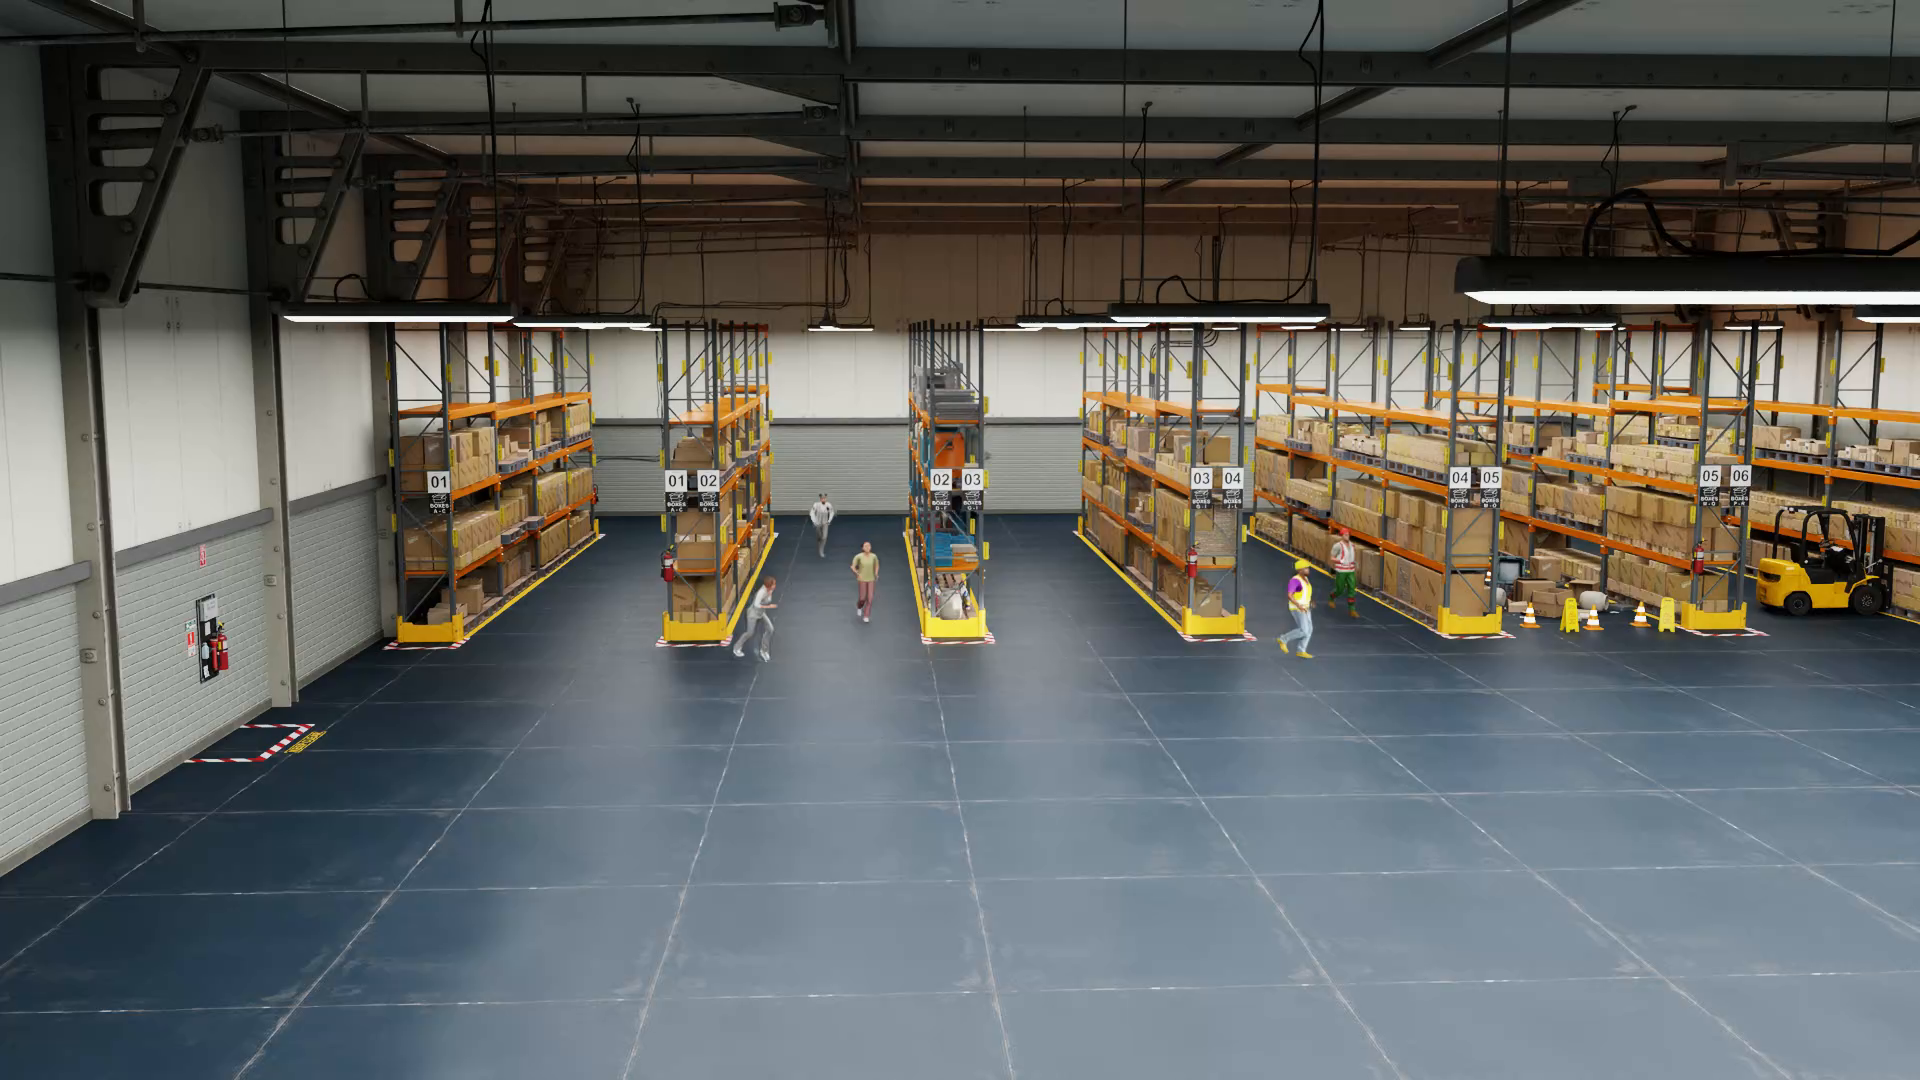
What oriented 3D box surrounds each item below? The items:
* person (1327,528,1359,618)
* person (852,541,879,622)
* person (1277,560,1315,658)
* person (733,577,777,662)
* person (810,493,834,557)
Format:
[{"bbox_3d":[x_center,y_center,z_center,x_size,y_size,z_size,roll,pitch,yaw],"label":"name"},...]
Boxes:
[{"bbox_3d":[7.828,0.646,33.811,0.635,1.775,0.941,-3,8,-21],"label":"person"},{"bbox_3d":[-1.877,0.813,33.260,0.566,1.624,0.546,-2,7,-16],"label":"person"},{"bbox_3d":[6.007,1.221,29.583,0.635,1.743,0.723,4,8,30],"label":"person"},{"bbox_3d":[-3.589,1.387,29.300,0.906,1.528,0.578,3,8,23],"label":"person"},{"bbox_3d":[-3.580,-0.407,43.251,0.625,1.676,0.838,-1,7,-6],"label":"person"}]
